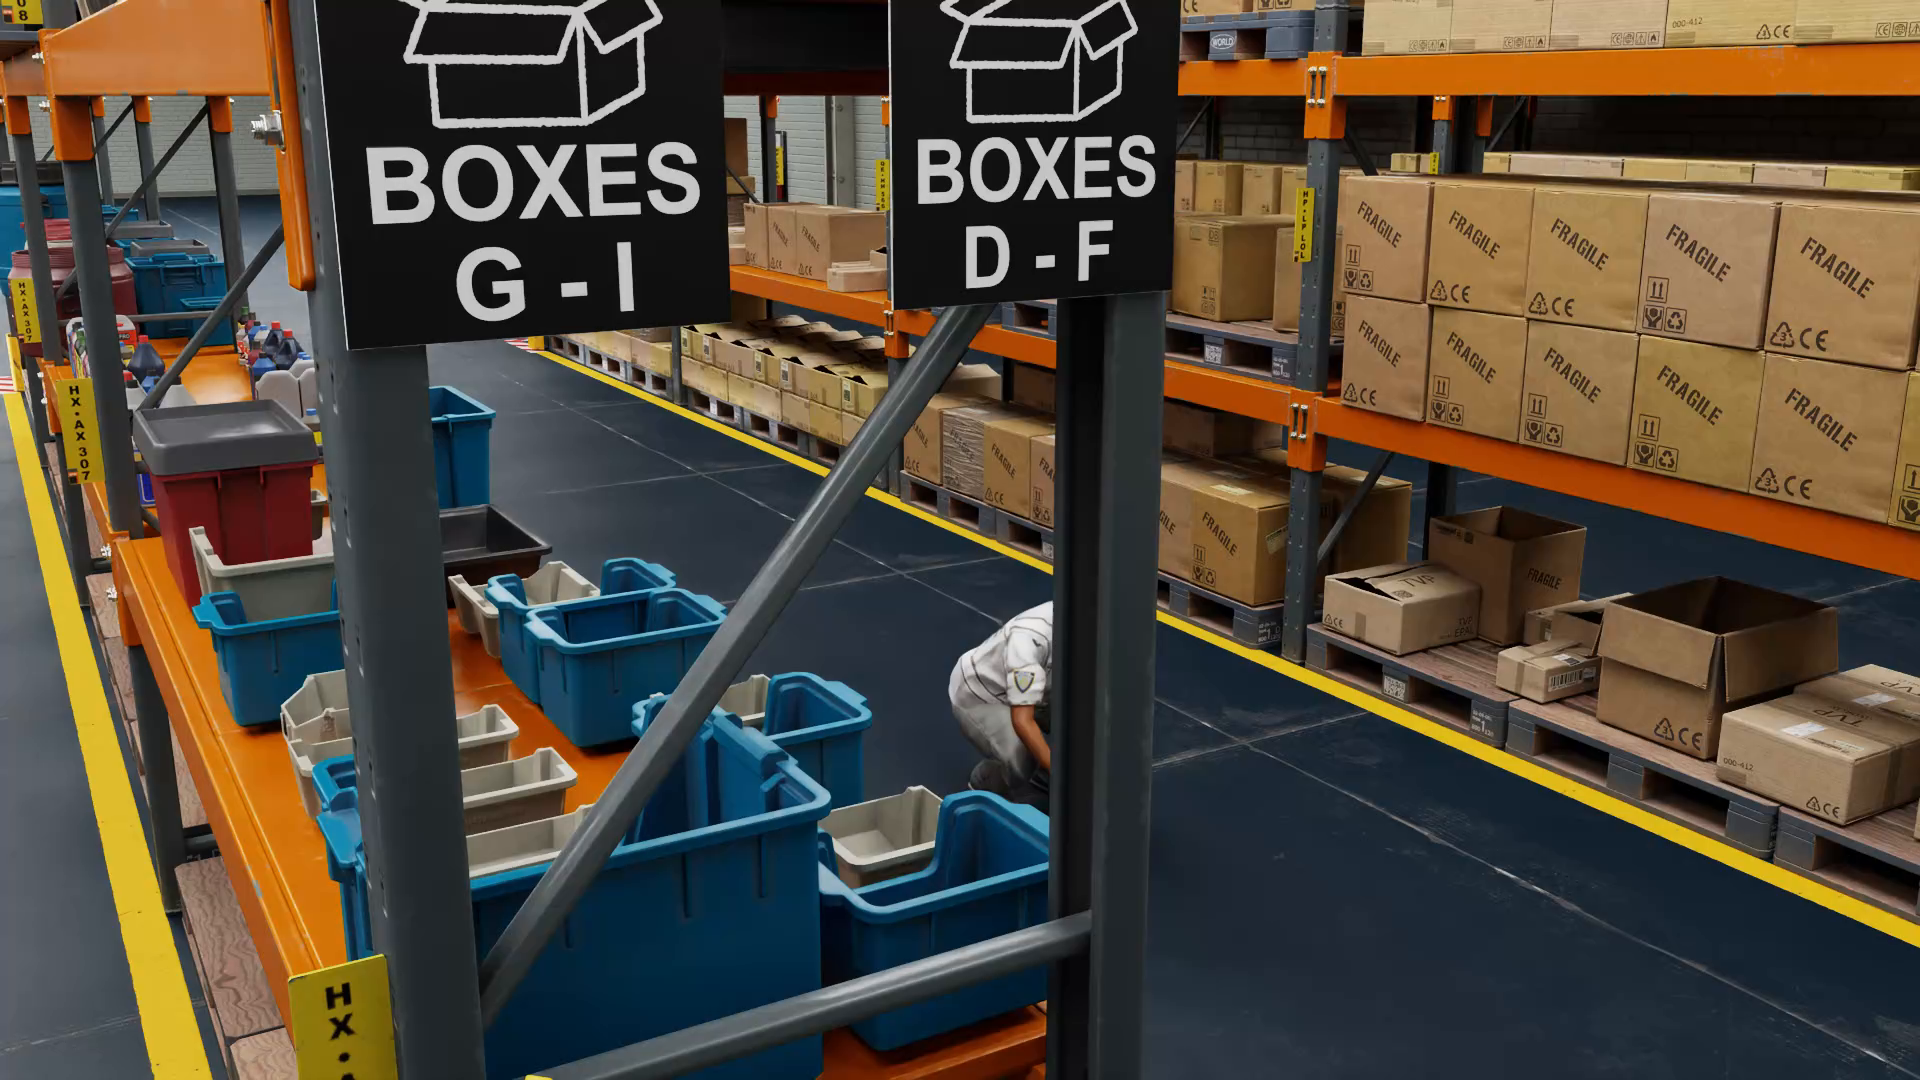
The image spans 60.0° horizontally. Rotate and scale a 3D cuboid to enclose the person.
[{"bbox_3d":[0.315,0.580,6.281,0.516,0.937,0.846,-9,17,-30],"label":"person"}]
